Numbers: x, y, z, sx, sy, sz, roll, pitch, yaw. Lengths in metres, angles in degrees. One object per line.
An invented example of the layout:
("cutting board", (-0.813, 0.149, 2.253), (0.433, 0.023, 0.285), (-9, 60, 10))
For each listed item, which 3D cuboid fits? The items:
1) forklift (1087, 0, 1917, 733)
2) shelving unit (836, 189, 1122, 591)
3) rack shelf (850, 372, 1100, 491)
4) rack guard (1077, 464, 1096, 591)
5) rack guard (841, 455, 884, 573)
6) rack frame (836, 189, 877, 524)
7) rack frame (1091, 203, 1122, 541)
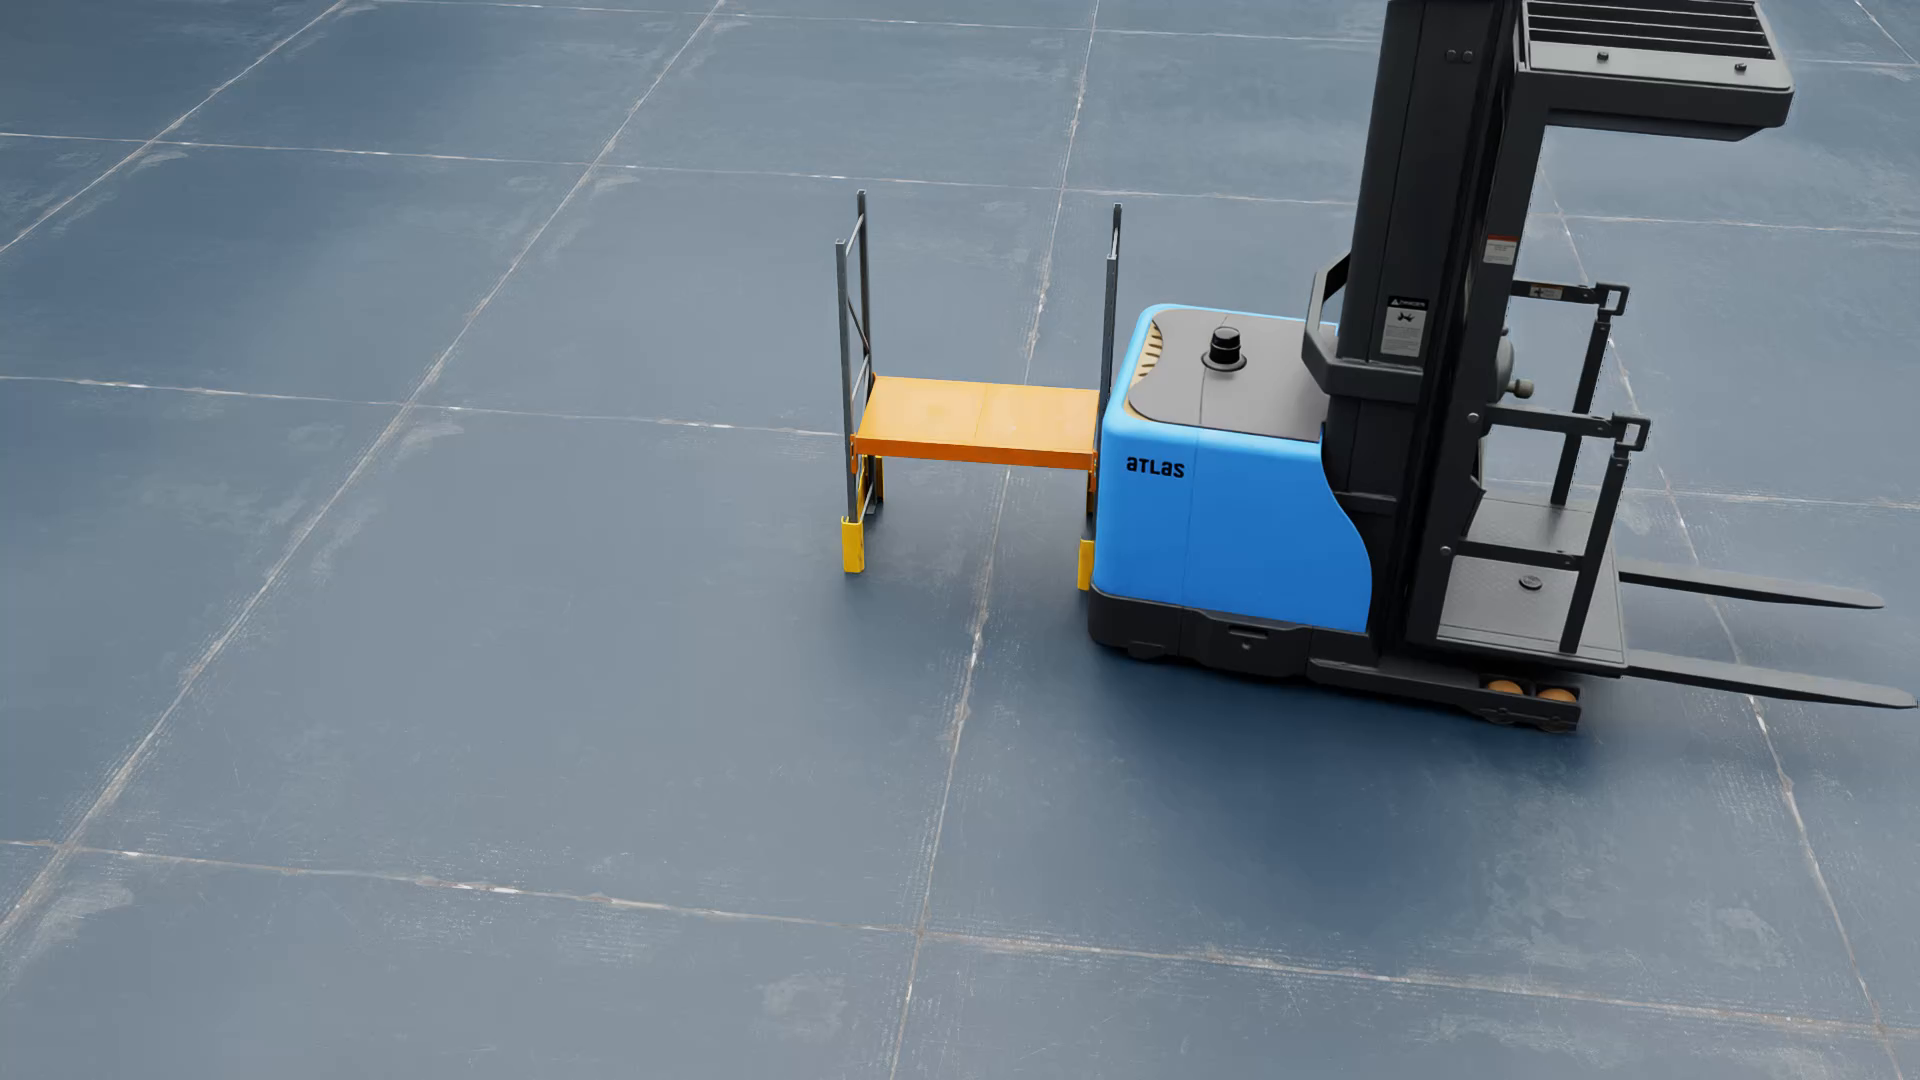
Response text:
("forklift", (2.081, -0.813, 5.866), (3.031, 2.935, 1.130), (8, 36, 12))
("shelving unit", (0.076, -0.605, 6.806), (1.083, 1.500, 0.587), (4, 36, 6))
("rack shelf", (0.085, -0.458, 6.910), (1.000, 0.185, 0.538), (4, 36, 6))
("rack guard", (0.570, -0.059, 7.118), (0.087, 0.250, 0.587), (4, 36, 6))
("rack guard", (-0.418, -0.133, 7.221), (0.087, 0.250, 0.587), (4, 36, 6))
("rack frame", (-0.420, -0.642, 6.858), (0.032, 1.500, 0.500), (4, 36, 6))
("rack frame", (0.589, -0.567, 6.753), (0.032, 1.500, 0.500), (4, 36, 6))
